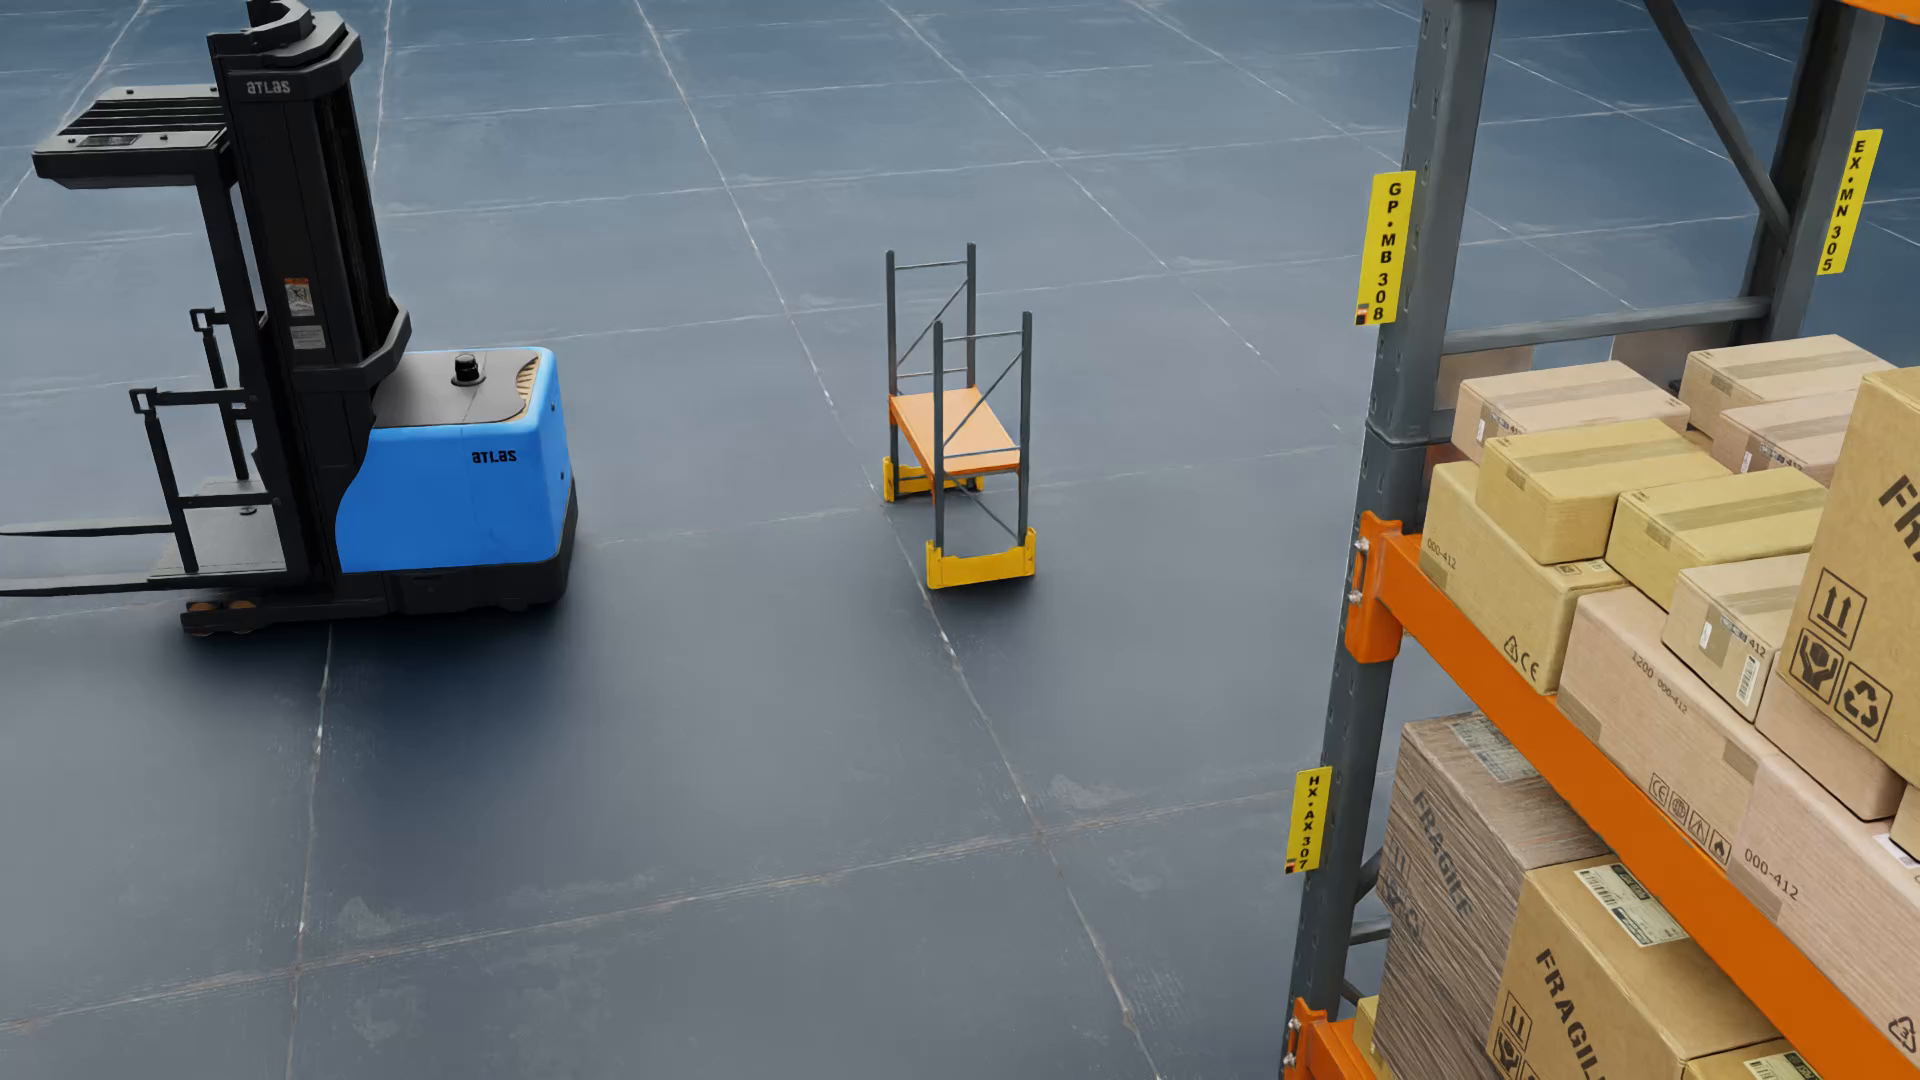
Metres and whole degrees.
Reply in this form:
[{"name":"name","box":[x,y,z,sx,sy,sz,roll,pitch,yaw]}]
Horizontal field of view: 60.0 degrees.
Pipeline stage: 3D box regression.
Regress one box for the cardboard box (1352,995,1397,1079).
[{"name":"cardboard box","box":[1.245,1.285,4.286,0.380,0.149,0.250,-8,31,-13]}]

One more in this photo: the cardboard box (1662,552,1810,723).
[{"name":"cardboard box","box":[1.415,0.150,2.754,0.380,0.149,0.250,-7,31,-11]}]

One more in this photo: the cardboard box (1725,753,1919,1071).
[{"name":"cardboard box","box":[1.549,0.529,2.497,0.500,0.250,0.500,-8,31,-13]}]

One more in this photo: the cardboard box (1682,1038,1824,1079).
[{"name":"cardboard box","box":[1.543,1.188,2.808,0.500,0.500,0.500,-8,31,-13]}]

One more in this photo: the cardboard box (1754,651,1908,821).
[{"name":"cardboard box","box":[1.475,0.268,2.551,0.380,0.149,0.250,-8,31,-13]}]

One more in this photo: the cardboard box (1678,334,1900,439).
[{"name":"cardboard box","box":[1.774,-0.306,3.542,0.380,0.149,0.250,-8,31,-13]}]

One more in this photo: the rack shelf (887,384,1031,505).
[{"name":"rack shelf","box":[-0.023,-0.535,9.036,0.538,0.185,1.000,-8,31,-13]}]

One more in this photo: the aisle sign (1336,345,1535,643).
[{"name":"aisle sign","box":[1.094,-0.108,3.847,0.394,0.787,0.004,-8,31,-13]}]

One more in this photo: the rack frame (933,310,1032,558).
[{"name":"rack frame","box":[0.112,-0.445,8.521,0.500,1.500,0.032,-8,31,-13]}]

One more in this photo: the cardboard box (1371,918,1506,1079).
[{"name":"cardboard box","box":[1.519,1.104,3.951,0.875,0.500,0.500,-8,31,-13]}]

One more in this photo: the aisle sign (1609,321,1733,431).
[{"name":"aisle sign","box":[1.672,-0.188,3.985,0.394,0.787,0.004,-8,31,-13]}]

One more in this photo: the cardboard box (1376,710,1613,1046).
[{"name":"cardboard box","box":[1.283,0.704,3.644,0.500,0.500,0.500,-8,31,-13]}]

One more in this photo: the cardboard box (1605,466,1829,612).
[{"name":"cardboard box","box":[1.411,0.009,2.998,0.380,0.149,0.250,-8,31,-14]}]

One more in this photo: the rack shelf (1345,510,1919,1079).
[{"name":"rack shelf","box":[1.930,0.986,2.275,1.077,0.370,4.000,-8,31,-13]}]

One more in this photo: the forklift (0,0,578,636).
[{"name":"forklift","box":[-3.607,-1.062,8.159,3.031,2.935,1.130,-3,30,-6]}]

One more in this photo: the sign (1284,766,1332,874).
[{"name":"sign","box":[0.877,0.705,4.174,0.100,0.325,0.005,-8,31,-13]}]

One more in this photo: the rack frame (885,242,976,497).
[{"name":"rack frame","box":[-0.158,-0.936,9.370,0.500,1.500,0.032,-8,31,-13]}]

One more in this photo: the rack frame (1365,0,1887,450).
[{"name":"rack frame","box":[1.400,-1.589,3.013,1.000,3.000,0.127,-8,31,-13]}]

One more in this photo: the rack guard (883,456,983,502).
[{"name":"rack guard","box":[-0.152,-0.386,9.667,0.587,0.250,0.087,-8,31,-13]}]

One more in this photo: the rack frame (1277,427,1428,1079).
[{"name":"rack frame","box":[1.400,1.007,4.516,1.000,3.000,0.127,-8,31,-13]}]

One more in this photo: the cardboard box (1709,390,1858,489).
[{"name":"cardboard box","box":[1.730,-0.165,3.298,0.380,0.149,0.250,-9,31,-15]}]

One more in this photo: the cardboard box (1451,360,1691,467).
[{"name":"cardboard box","box":[1.250,-0.235,3.419,0.380,0.149,0.250,-8,31,-14]}]

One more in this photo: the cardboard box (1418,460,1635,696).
[{"name":"cardboard box","box":[1.278,0.041,3.340,0.500,0.250,0.500,-7,31,-12]}]

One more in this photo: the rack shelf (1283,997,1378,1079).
[{"name":"rack shelf","box":[1.930,2.285,3.027,1.077,0.370,4.000,-8,31,-13]}]

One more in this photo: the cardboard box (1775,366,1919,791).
[{"name":"cardboard box","box":[1.533,0.074,2.239,0.500,0.500,0.500,-8,31,-13]}]

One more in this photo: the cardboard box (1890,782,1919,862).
[{"name":"cardboard box","box":[1.562,0.398,2.326,0.380,0.149,0.250,-9,31,-16]}]

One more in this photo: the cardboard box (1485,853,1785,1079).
[{"name":"cardboard box","box":[1.409,0.947,3.225,0.500,0.500,0.500,-8,31,-13]}]

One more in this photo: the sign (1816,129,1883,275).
[{"name":"sign","box":[1.940,-0.738,3.653,0.100,0.325,0.005,-8,31,-13]}]

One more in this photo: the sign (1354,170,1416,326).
[{"name":"sign","box":[0.877,-0.597,3.420,0.100,0.325,0.005,-8,31,-13]}]

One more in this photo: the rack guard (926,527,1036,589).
[{"name":"rack guard","box":[0.112,0.096,8.835,0.587,0.250,0.087,-8,31,-13]}]

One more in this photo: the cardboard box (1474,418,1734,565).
[{"name":"cardboard box","box":[1.225,-0.097,3.180,0.380,0.149,0.250,-7,31,-12]}]

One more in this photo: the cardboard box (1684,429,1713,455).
[{"name":"cardboard box","box":[1.773,-0.027,3.458,0.500,0.250,0.500,-7,31,-12]}]

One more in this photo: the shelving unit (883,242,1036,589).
[{"name":"shelving unit","box":[-0.020,-0.686,8.938,0.587,1.500,1.083,-8,31,-13]}]

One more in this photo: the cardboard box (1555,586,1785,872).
[{"name":"cardboard box","box":[1.421,0.289,2.911,0.500,0.250,0.500,-9,31,-14]}]
